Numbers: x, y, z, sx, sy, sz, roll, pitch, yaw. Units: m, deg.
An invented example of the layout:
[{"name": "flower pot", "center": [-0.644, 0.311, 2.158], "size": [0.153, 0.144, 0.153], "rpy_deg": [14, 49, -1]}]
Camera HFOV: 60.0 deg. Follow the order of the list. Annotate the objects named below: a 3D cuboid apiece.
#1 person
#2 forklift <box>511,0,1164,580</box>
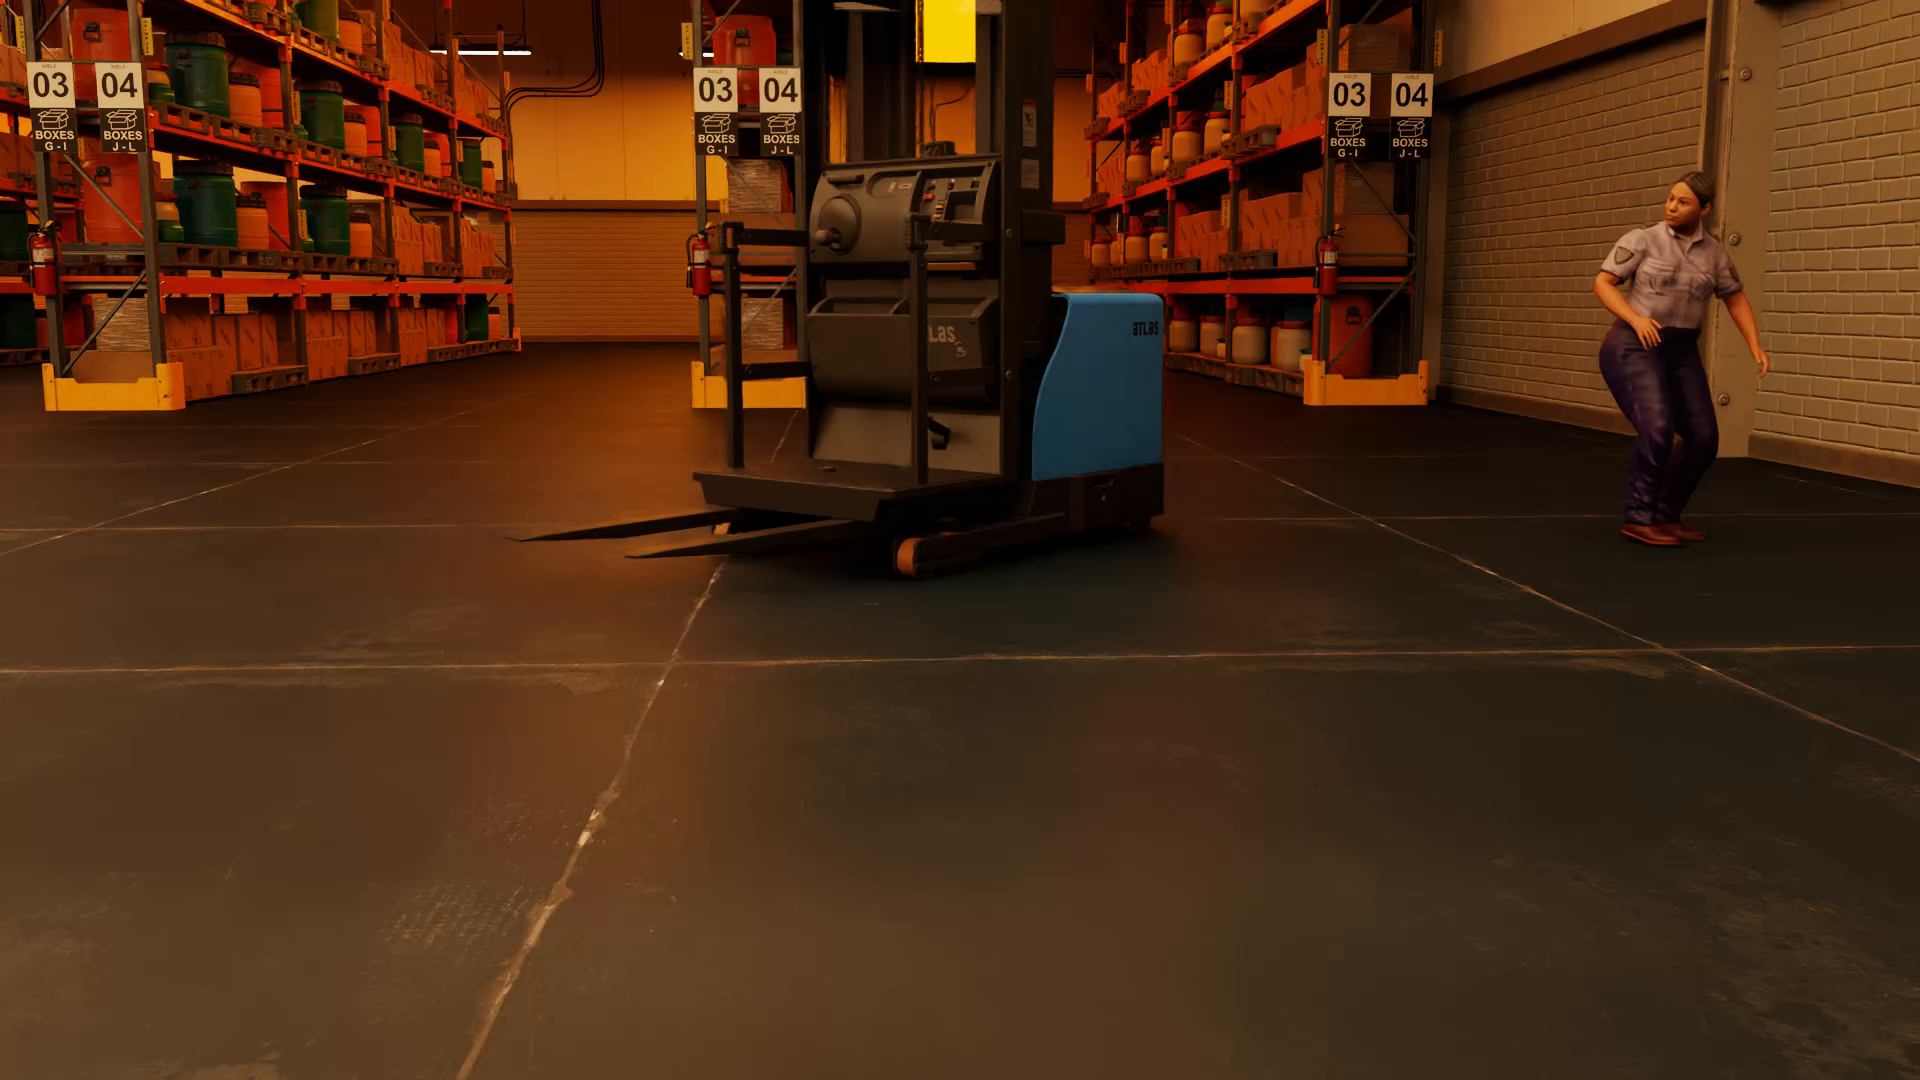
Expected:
[{"name": "person", "center": [3.110, -0.781, 7.225], "size": [0.708, 1.602, 0.499], "rpy_deg": [-2, 9, -15]}, {"name": "forklift", "center": [-0.376, -1.379, 6.617], "size": [1.130, 2.935, 3.031], "rpy_deg": [7, 11, 38]}]
